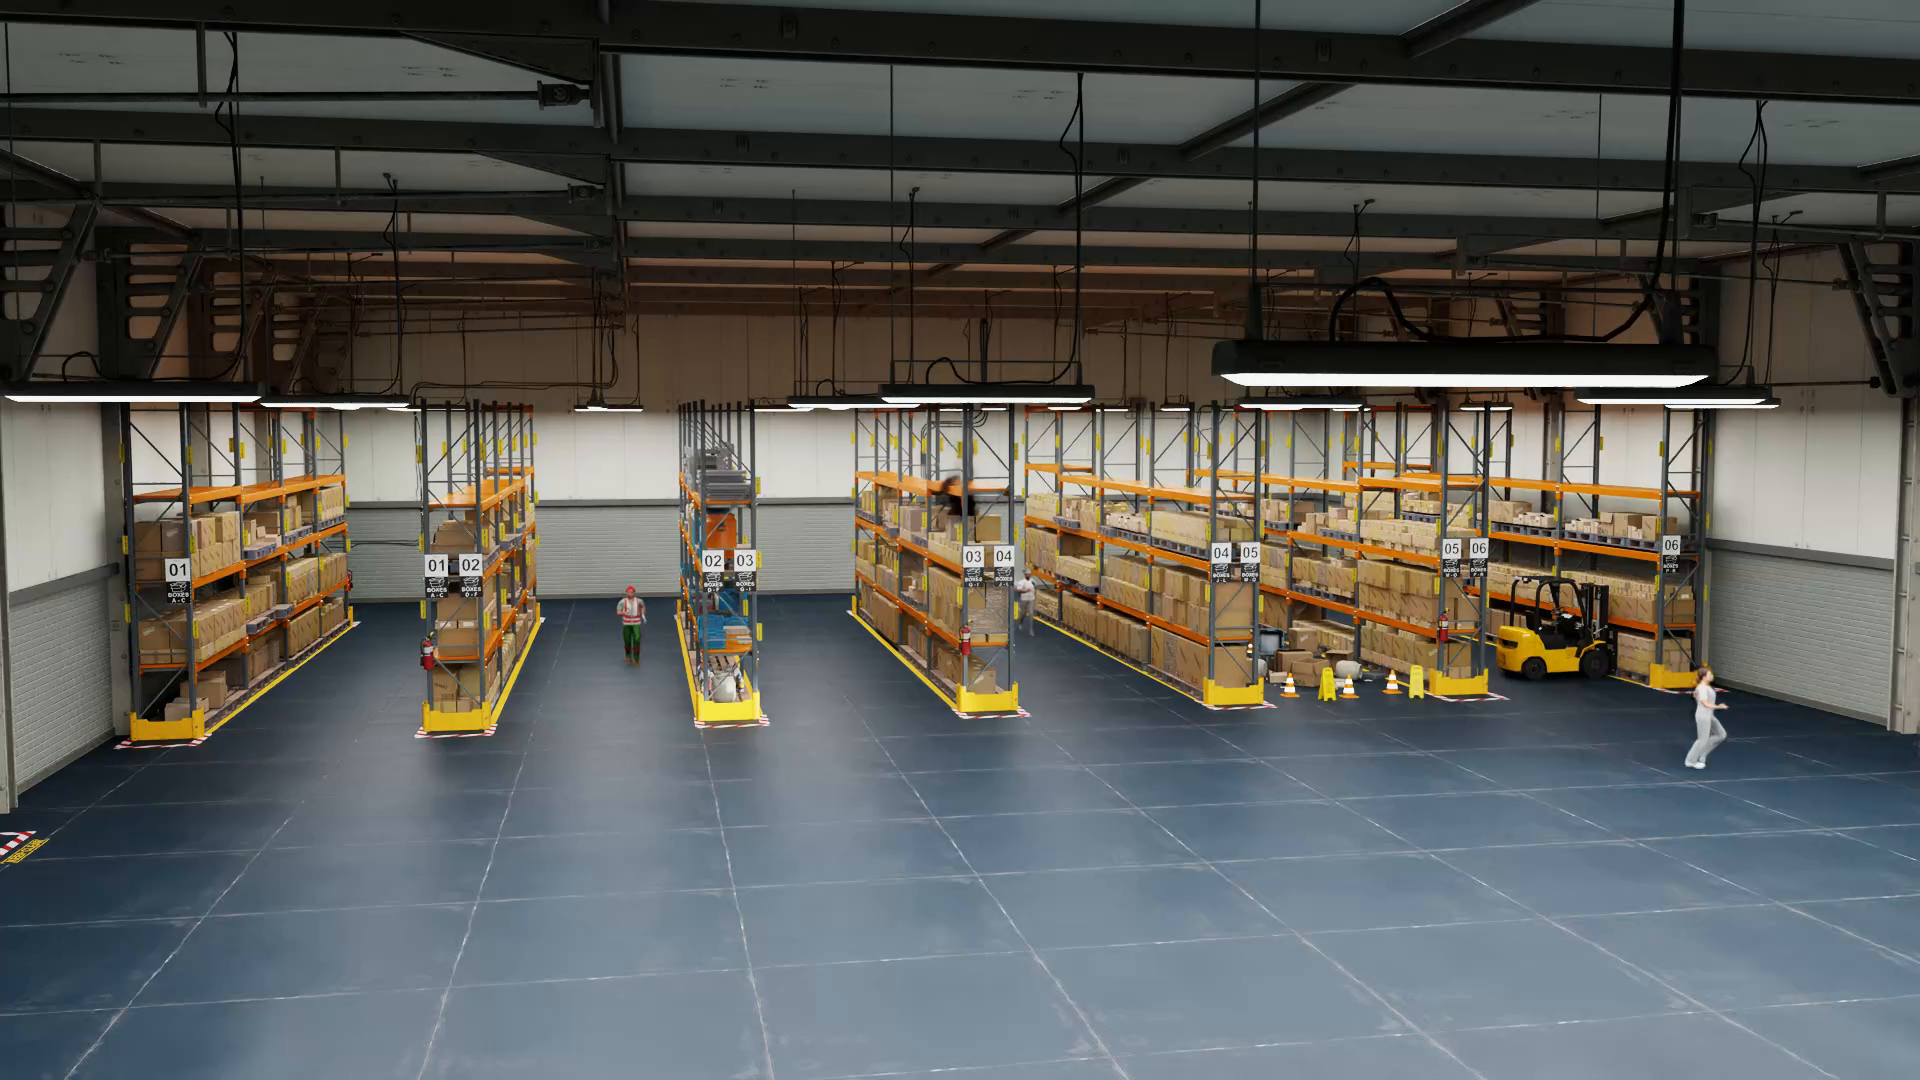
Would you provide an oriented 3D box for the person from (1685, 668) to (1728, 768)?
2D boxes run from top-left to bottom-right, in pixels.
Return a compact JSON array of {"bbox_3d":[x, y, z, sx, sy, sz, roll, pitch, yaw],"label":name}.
[{"bbox_3d":[12.059,2.877,26.830,0.621,1.614,0.543,3,5,34],"label":"person"}]

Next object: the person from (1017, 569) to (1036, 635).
[{"bbox_3d":[1.739,1.588,43.357,0.587,1.699,0.898,-1,4,-16],"label":"person"}]

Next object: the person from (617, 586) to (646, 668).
[{"bbox_3d":[-7.482,1.954,37.893,0.652,1.831,0.856,-1,4,-13],"label":"person"}]
